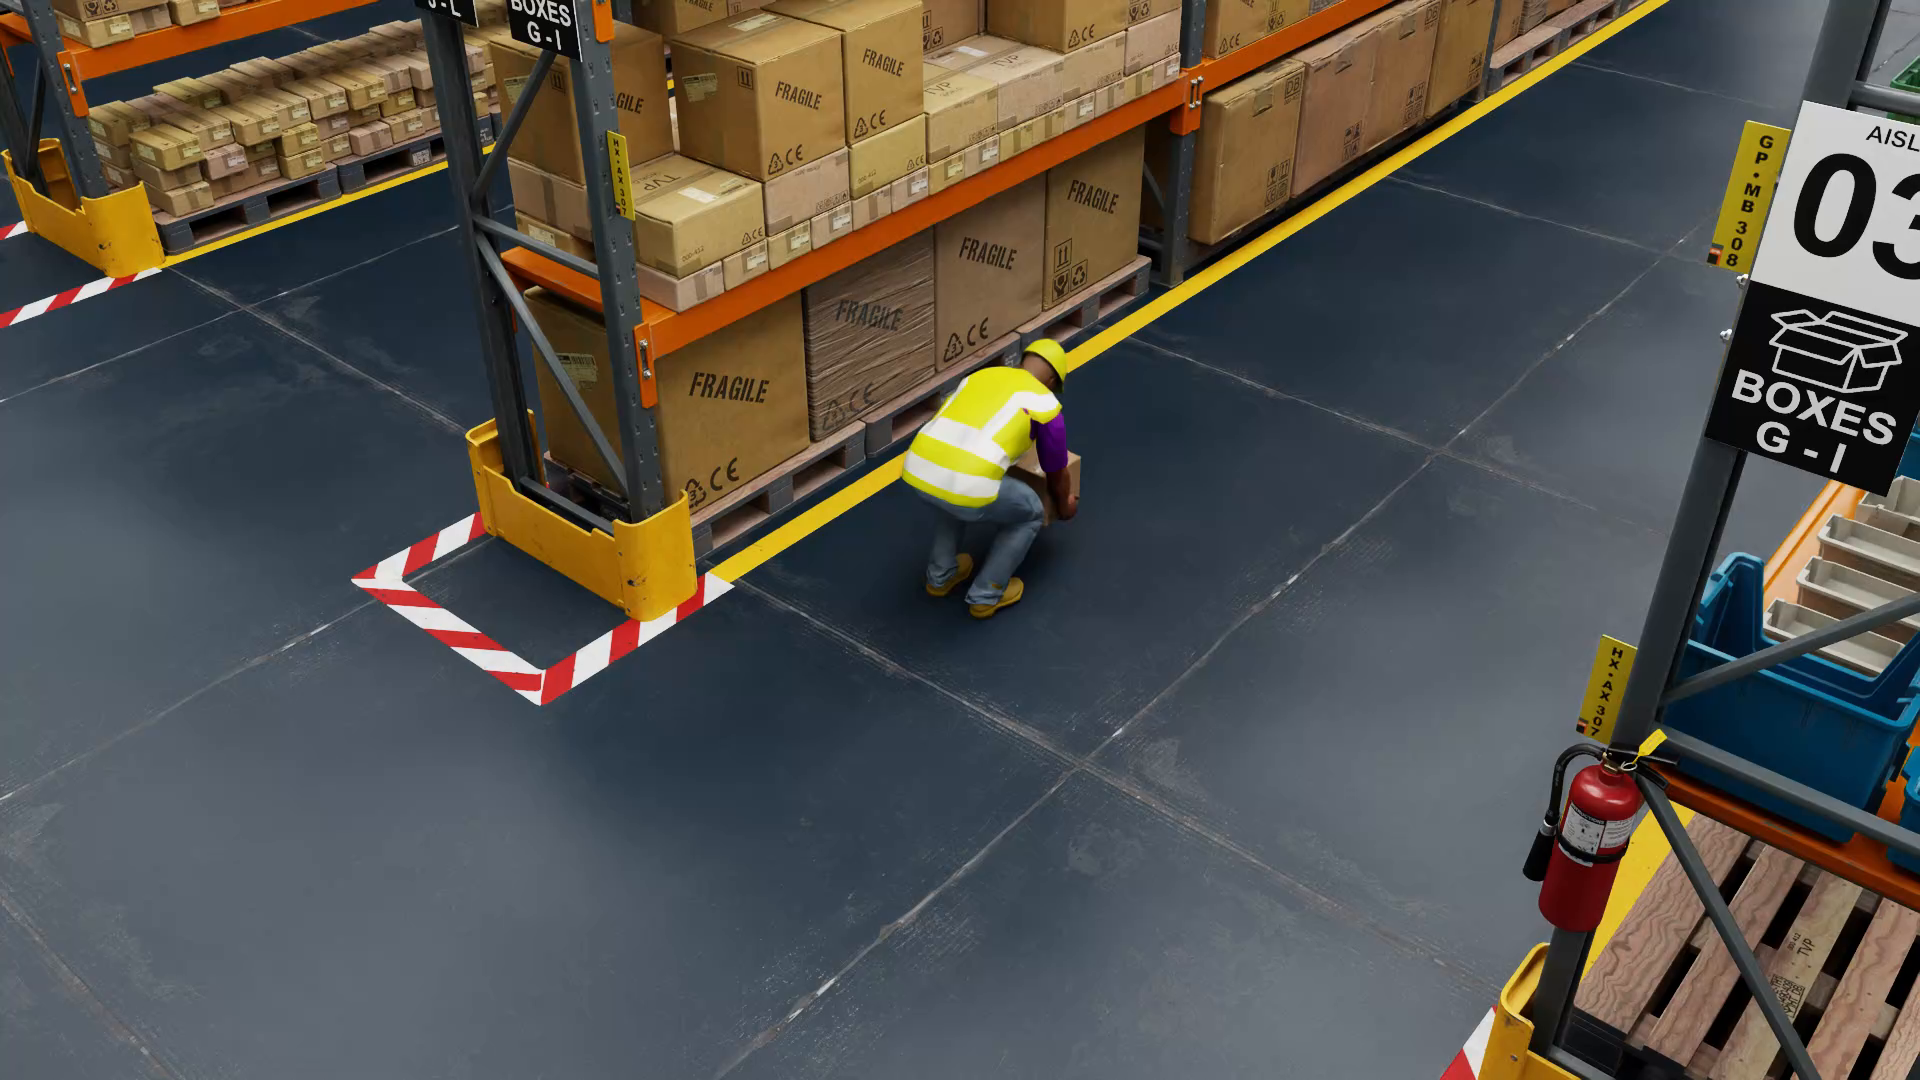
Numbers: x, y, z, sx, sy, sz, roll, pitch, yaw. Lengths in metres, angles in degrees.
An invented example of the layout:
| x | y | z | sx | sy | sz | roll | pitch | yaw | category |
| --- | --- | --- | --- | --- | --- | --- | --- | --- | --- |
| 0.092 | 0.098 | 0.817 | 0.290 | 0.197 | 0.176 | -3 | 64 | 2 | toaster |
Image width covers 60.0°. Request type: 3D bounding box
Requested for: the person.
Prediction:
| x | y | z | sx | sy | sz | roll | pitch | yaw | category |
| --- | --- | --- | --- | --- | --- | --- | --- | --- | --- |
| 0.147 | -0.265 | 7.163 | 0.523 | 1.016 | 0.960 | 24 | 41 | 30 | person |
